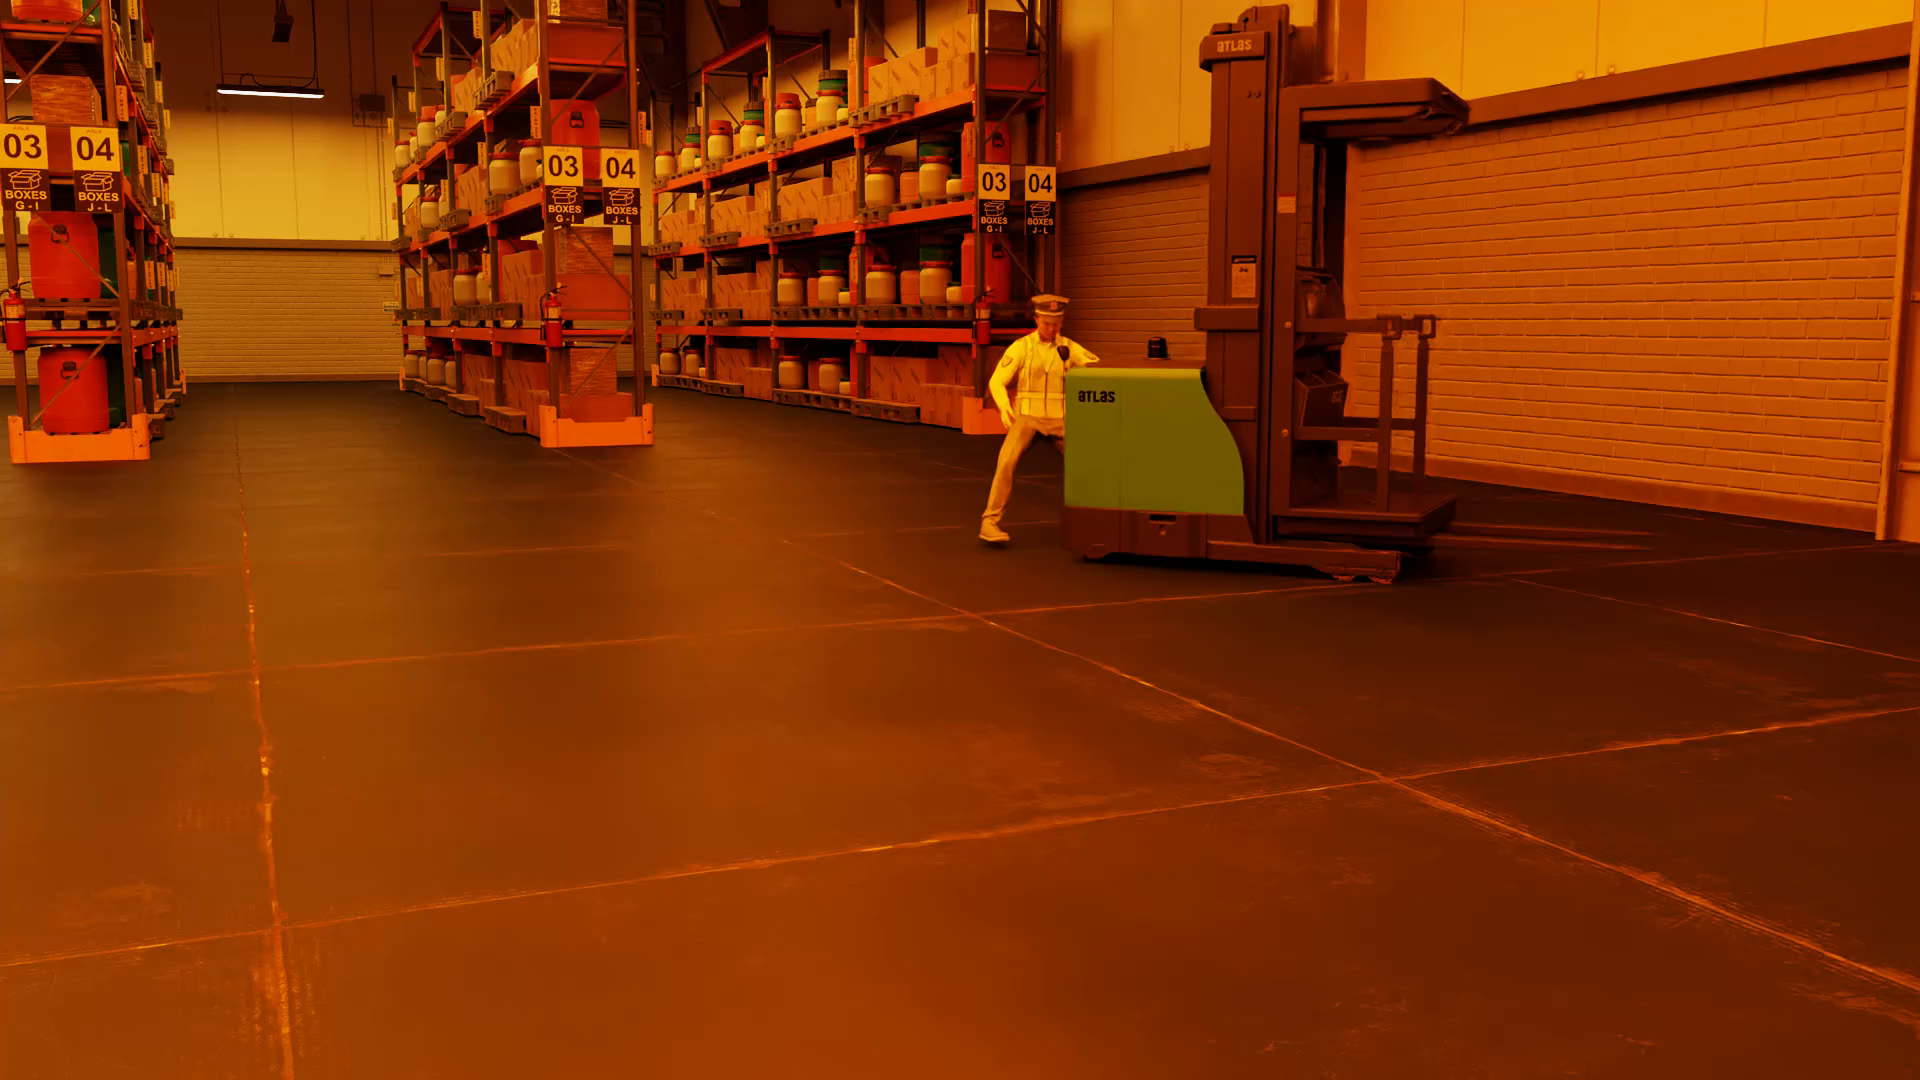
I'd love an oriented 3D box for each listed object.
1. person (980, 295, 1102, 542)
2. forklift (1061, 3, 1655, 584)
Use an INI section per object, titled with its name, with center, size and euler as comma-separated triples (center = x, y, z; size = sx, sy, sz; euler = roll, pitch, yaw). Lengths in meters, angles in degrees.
[person]
center = 0.583, -0.738, 10.224
size = 0.997, 1.518, 0.923
euler = -1, 8, -7
[forklift]
center = 2.122, -1.309, 8.871
size = 3.031, 2.935, 1.130
euler = 4, 8, 25
